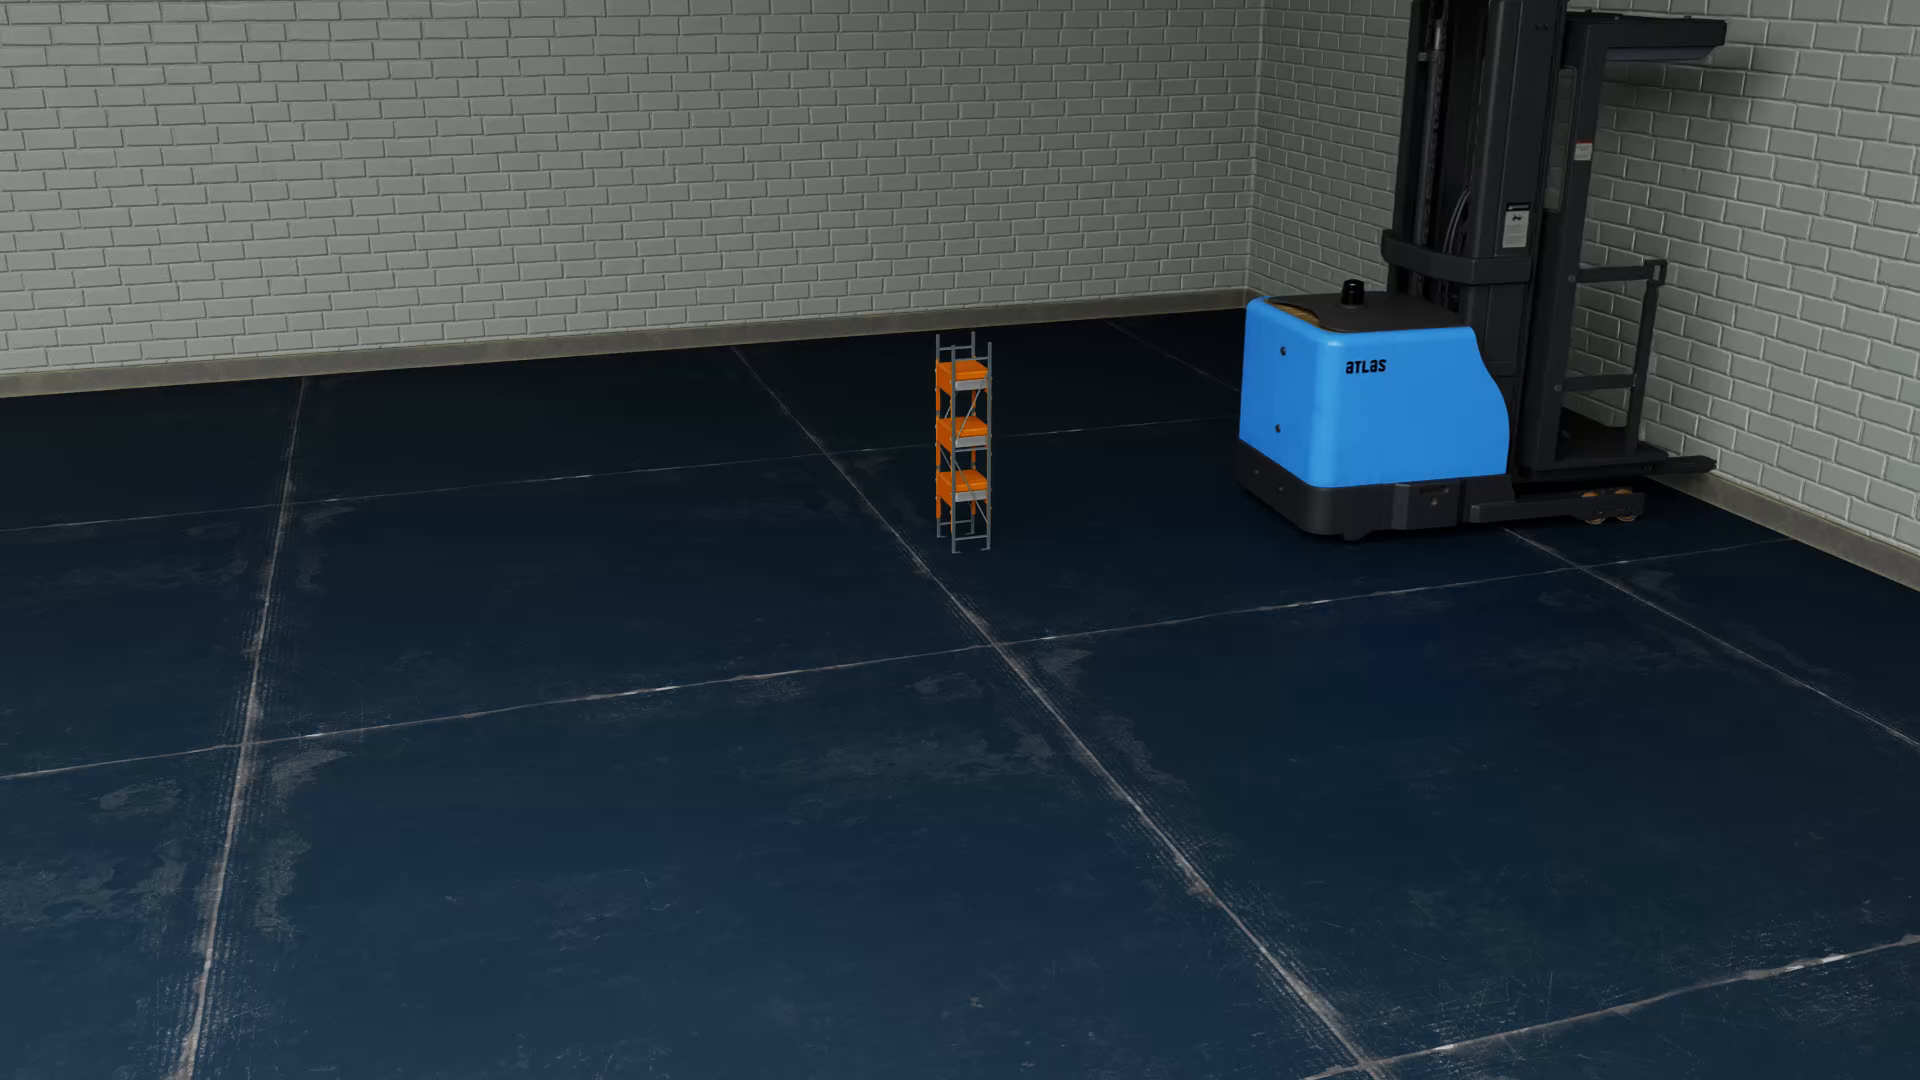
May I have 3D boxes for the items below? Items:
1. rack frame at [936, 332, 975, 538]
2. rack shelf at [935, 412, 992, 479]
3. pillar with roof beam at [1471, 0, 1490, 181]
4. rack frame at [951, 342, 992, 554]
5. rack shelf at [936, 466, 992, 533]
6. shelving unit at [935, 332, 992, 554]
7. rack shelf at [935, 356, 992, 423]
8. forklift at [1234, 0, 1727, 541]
[{"bbox_3d":[-0.022,-0.516,8.300,0.200,1.050,0.008,-6,21,-17],"label":"rack frame"},{"bbox_3d":[0.017,-0.467,8.195,0.215,0.259,0.240,-6,21,-17],"label":"rack shelf"},{"bbox_3d":[-0.910,-4.732,8.280,9.100,9.000,0.400,-6,21,-17],"label":"pillar with roof beam"},{"bbox_3d":[0.055,-0.438,8.082,0.200,1.050,0.008,-6,21,-17],"label":"rack frame"},{"bbox_3d":[0.017,-0.205,8.289,0.215,0.259,0.240,-6,21,-17],"label":"rack shelf"},{"bbox_3d":[0.017,-0.477,8.191,0.215,1.050,0.252,-6,21,-17],"label":"shelving unit"},{"bbox_3d":[0.017,-0.734,8.099,0.215,0.259,0.240,-6,21,-17],"label":"rack shelf"},{"bbox_3d":[3.078,-1.627,8.610,3.031,2.935,1.130,-5,20,-14],"label":"forklift"}]
